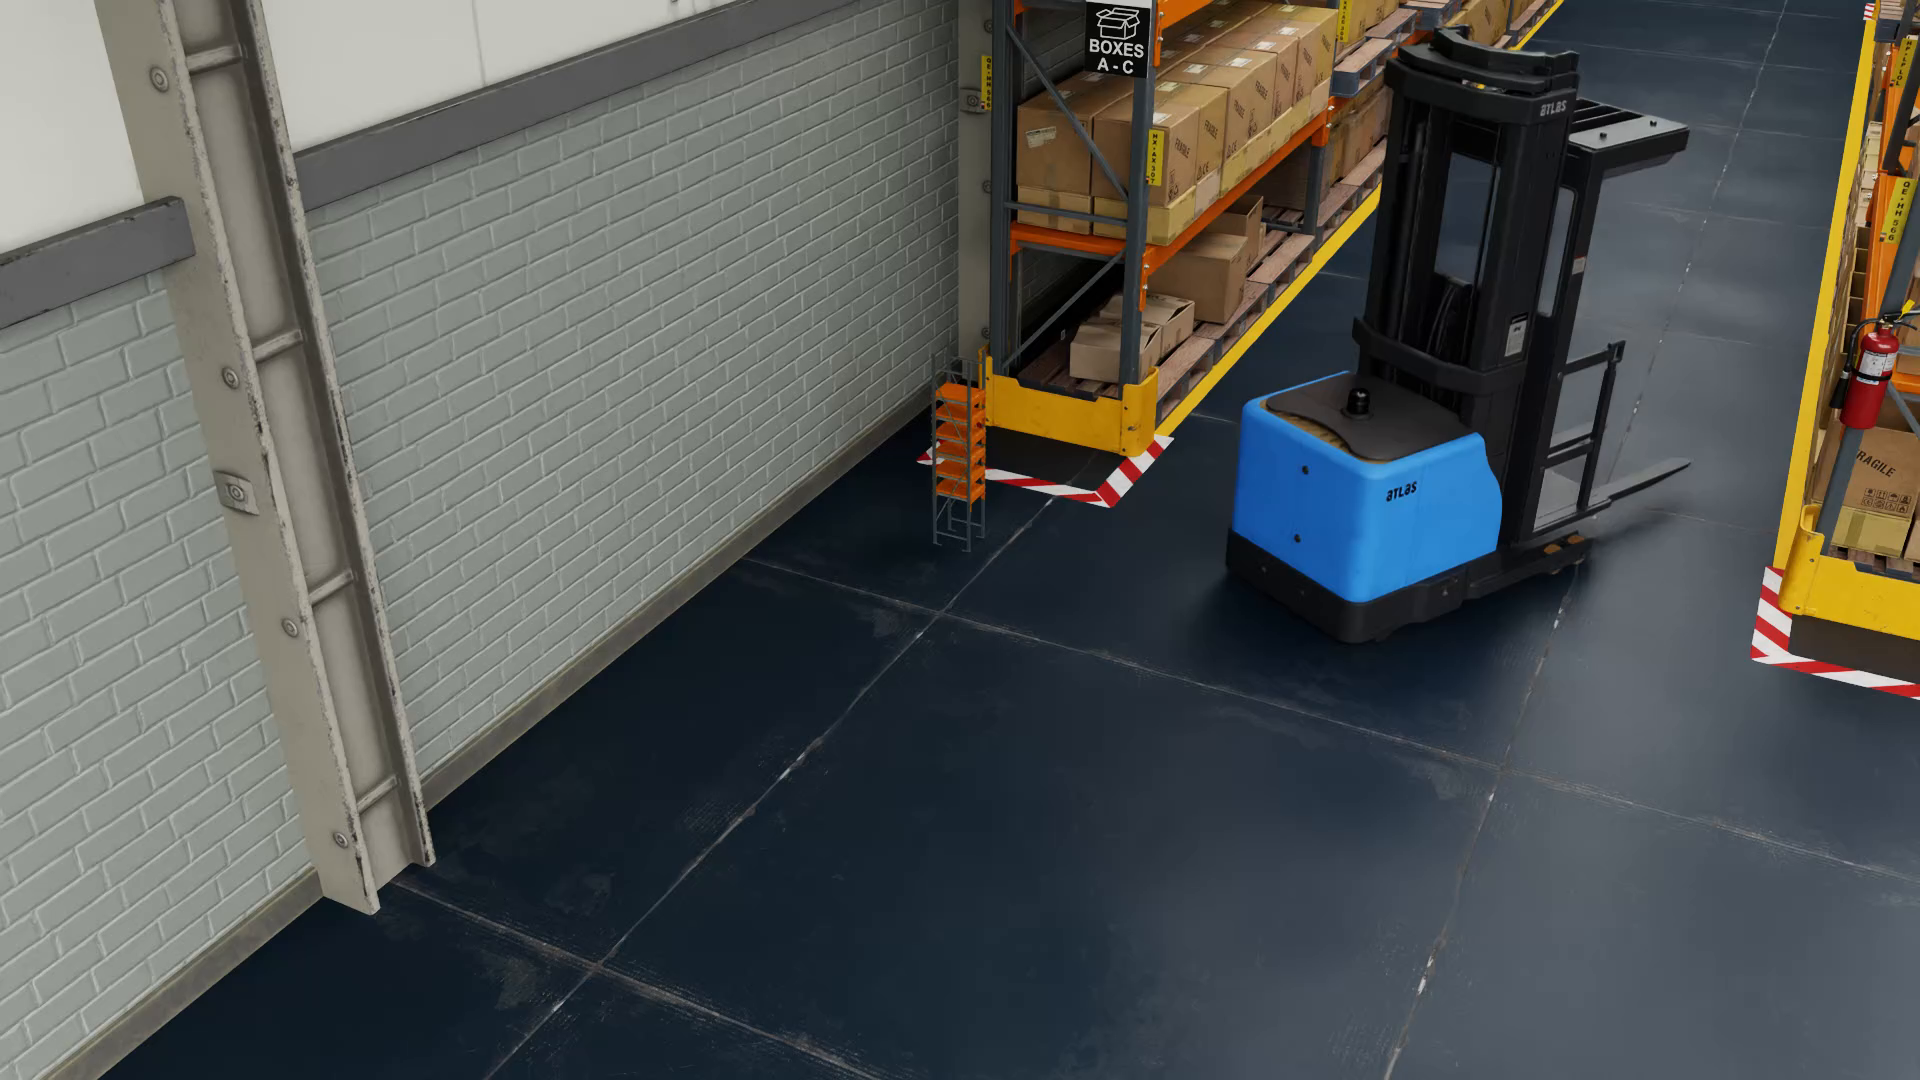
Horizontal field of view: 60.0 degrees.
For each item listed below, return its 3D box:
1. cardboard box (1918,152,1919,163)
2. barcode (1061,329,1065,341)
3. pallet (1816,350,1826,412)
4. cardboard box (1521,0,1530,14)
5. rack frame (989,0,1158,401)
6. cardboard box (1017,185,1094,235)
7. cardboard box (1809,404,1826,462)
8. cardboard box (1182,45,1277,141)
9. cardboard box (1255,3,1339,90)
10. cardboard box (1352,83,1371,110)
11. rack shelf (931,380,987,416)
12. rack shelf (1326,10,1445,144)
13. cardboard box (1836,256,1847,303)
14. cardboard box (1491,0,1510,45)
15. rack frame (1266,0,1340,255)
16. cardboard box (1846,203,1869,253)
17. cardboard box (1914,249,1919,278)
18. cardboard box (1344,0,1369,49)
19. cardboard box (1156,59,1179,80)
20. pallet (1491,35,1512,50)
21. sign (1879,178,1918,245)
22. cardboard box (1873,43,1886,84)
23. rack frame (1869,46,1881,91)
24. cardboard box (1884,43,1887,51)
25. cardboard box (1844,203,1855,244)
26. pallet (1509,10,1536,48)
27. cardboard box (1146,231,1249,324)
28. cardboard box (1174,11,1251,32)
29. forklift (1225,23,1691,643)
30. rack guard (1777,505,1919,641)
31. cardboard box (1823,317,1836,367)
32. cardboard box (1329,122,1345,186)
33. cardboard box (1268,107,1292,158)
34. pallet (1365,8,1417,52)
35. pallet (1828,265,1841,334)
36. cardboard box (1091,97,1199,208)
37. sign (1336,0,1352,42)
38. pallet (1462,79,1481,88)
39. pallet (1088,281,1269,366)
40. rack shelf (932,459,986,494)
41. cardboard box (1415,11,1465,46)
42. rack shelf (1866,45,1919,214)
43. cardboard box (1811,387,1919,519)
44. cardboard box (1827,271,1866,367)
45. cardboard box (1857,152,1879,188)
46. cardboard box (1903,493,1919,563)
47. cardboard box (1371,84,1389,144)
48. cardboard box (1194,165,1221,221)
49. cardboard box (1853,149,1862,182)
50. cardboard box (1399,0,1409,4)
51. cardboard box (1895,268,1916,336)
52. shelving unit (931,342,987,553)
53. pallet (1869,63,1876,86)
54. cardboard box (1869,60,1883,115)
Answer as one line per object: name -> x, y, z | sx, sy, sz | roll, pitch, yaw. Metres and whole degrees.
cardboard box -> 6.016, -2.325, 10.034 | 0.380, 0.149, 0.250 | 13, 32, 22
barcode -> 0.708, -1.410, 11.443 | 0.001, 0.075, 0.075 | 14, 33, 23
pallet -> 6.495, -1.095, 11.445 | 1.003, 0.211, 1.213 | 14, 33, 23
cardboard box -> 6.791, -6.944, 20.919 | 0.700, 0.500, 0.500 | 14, 33, 23
rack frame -> 0.661, -1.996, 10.214 | 1.000, 3.000, 0.127 | 14, 33, 23
cardboard box -> 0.701, -2.191, 10.684 | 0.500, 0.250, 0.500 | 15, 33, 24
cardboard box -> 5.497, -0.615, 10.149 | 0.500, 0.250, 0.500 | 14, 33, 23
cardboard box -> 1.846, -3.085, 11.487 | 0.500, 0.500, 0.500 | 15, 33, 25
cardboard box -> 2.543, -3.759, 12.661 | 0.500, 0.500, 0.500 | 14, 33, 23
cardboard box -> 3.478, -4.176, 15.326 | 0.500, 0.250, 0.500 | 14, 33, 23
rack shelf -> -0.007, -0.788, 9.283 | 0.258, 0.103, 0.180 | 14, 33, 23
rack shelf -> 3.394, -4.344, 15.025 | 1.077, 0.370, 4.000 | 14, 33, 23
cardboard box -> 6.826, -1.887, 12.363 | 0.500, 0.250, 0.500 | 14, 33, 23
cardboard box -> 5.947, -6.248, 19.356 | 0.750, 0.750, 0.750 | 15, 33, 24
rack frame -> 2.483, -3.770, 13.302 | 1.000, 3.000, 0.127 | 14, 33, 23
cardboard box -> 7.055, -2.357, 12.619 | 0.500, 0.311, 0.500 | 15, 33, 25
cardboard box -> 5.077, -1.411, 8.444 | 0.380, 0.149, 0.250 | 14, 33, 22
cardboard box -> 3.006, -4.468, 13.976 | 0.700, 0.500, 0.500 | 18, 34, 28
cardboard box -> 1.156, -2.973, 11.293 | 0.500, 0.500, 0.500 | 13, 32, 22
pallet -> 5.843, -5.748, 19.547 | 1.003, 0.211, 1.213 | 14, 33, 23
sign -> 4.596, -1.608, 8.138 | 0.100, 0.325, 0.005 | 14, 33, 23
cardboard box -> 10.102, -5.142, 17.760 | 0.500, 0.500, 0.500 | 13, 32, 21
rack frame -> 10.539, -6.194, 17.524 | 1.000, 3.000, 0.127 | 14, 33, 23
cardboard box -> 9.646, -5.023, 16.801 | 0.500, 0.250, 0.500 | 14, 33, 23
cardboard box -> 7.523, -2.563, 13.540 | 0.500, 0.250, 0.500 | 15, 33, 24
pallet -> 6.544, -6.426, 20.729 | 1.003, 0.211, 1.213 | 14, 33, 23
cardboard box -> 1.695, -1.956, 12.212 | 0.700, 0.500, 0.500 | 12, 32, 20
cardboard box -> 1.844, -3.649, 12.470 | 0.500, 0.500, 0.500 | 14, 33, 23
forklift -> 3.008, -1.281, 9.037 | 3.031, 2.935, 1.130 | -18, 34, -28
rack guard -> 5.062, 0.220, 8.864 | 1.175, 0.500, 0.348 | 14, 33, 23
cardboard box -> 6.181, -1.280, 11.306 | 0.500, 0.250, 0.500 | 14, 33, 23
cardboard box -> 2.994, -3.447, 14.809 | 0.700, 0.500, 0.500 | 14, 33, 22
cardboard box -> 2.087, -2.989, 12.073 | 0.500, 0.250, 0.500 | 14, 33, 23
pallet -> 3.440, -4.573, 14.894 | 1.003, 0.211, 1.213 | 14, 33, 23
pallet -> 7.196, -1.774, 12.627 | 1.003, 0.211, 1.213 | 14, 33, 23
cardboard box -> 1.146, -2.409, 10.310 | 0.500, 0.500, 0.500 | 14, 33, 23
sign -> 2.970, -4.025, 12.878 | 0.100, 0.325, 0.005 | 14, 33, 23
pallet -> 5.289, -5.205, 18.602 | 1.003, 0.211, 1.213 | 14, 33, 23
pallet -> 1.654, -1.712, 12.519 | 1.003, 0.211, 1.213 | 14, 33, 23
rack shelf -> -0.007, -0.371, 9.522 | 0.258, 0.103, 0.180 | 14, 33, 23
cardboard box -> 4.757, -5.089, 17.337 | 0.750, 0.750, 0.750 | 14, 33, 23
rack shelf -> 7.806, -3.222, 13.071 | 1.077, 0.370, 4.000 | 14, 33, 23
cardboard box -> 5.052, -0.494, 9.185 | 0.500, 0.500, 0.500 | 14, 33, 23
cardboard box -> 5.949, -1.384, 10.735 | 0.500, 0.500, 0.500 | 14, 33, 23
cardboard box -> 7.751, -3.028, 13.787 | 0.500, 0.311, 0.500 | 13, 32, 22
cardboard box -> 5.515, -0.051, 9.166 | 0.500, 0.250, 0.500 | 14, 33, 23
cardboard box -> 3.686, -4.117, 15.975 | 0.700, 0.500, 0.500 | 14, 33, 23
cardboard box -> 1.390, -2.318, 10.904 | 0.500, 0.250, 0.500 | 13, 32, 22
cardboard box -> 8.217, -3.245, 14.728 | 0.500, 0.250, 0.500 | 14, 33, 23
cardboard box -> 3.870, -5.312, 15.447 | 0.700, 0.500, 0.500 | 11, 32, 19
cardboard box -> 5.532, -1.356, 8.998 | 0.700, 0.500, 0.500 | 15, 33, 25
shelving unit -> -0.007, -0.514, 9.440 | 0.258, 1.200, 0.189 | 14, 33, 23
pallet -> 10.853, -5.289, 18.748 | 1.003, 0.211, 1.213 | 14, 33, 23
cardboard box -> 9.404, -4.459, 16.571 | 0.500, 0.500, 0.500 | 13, 32, 21
